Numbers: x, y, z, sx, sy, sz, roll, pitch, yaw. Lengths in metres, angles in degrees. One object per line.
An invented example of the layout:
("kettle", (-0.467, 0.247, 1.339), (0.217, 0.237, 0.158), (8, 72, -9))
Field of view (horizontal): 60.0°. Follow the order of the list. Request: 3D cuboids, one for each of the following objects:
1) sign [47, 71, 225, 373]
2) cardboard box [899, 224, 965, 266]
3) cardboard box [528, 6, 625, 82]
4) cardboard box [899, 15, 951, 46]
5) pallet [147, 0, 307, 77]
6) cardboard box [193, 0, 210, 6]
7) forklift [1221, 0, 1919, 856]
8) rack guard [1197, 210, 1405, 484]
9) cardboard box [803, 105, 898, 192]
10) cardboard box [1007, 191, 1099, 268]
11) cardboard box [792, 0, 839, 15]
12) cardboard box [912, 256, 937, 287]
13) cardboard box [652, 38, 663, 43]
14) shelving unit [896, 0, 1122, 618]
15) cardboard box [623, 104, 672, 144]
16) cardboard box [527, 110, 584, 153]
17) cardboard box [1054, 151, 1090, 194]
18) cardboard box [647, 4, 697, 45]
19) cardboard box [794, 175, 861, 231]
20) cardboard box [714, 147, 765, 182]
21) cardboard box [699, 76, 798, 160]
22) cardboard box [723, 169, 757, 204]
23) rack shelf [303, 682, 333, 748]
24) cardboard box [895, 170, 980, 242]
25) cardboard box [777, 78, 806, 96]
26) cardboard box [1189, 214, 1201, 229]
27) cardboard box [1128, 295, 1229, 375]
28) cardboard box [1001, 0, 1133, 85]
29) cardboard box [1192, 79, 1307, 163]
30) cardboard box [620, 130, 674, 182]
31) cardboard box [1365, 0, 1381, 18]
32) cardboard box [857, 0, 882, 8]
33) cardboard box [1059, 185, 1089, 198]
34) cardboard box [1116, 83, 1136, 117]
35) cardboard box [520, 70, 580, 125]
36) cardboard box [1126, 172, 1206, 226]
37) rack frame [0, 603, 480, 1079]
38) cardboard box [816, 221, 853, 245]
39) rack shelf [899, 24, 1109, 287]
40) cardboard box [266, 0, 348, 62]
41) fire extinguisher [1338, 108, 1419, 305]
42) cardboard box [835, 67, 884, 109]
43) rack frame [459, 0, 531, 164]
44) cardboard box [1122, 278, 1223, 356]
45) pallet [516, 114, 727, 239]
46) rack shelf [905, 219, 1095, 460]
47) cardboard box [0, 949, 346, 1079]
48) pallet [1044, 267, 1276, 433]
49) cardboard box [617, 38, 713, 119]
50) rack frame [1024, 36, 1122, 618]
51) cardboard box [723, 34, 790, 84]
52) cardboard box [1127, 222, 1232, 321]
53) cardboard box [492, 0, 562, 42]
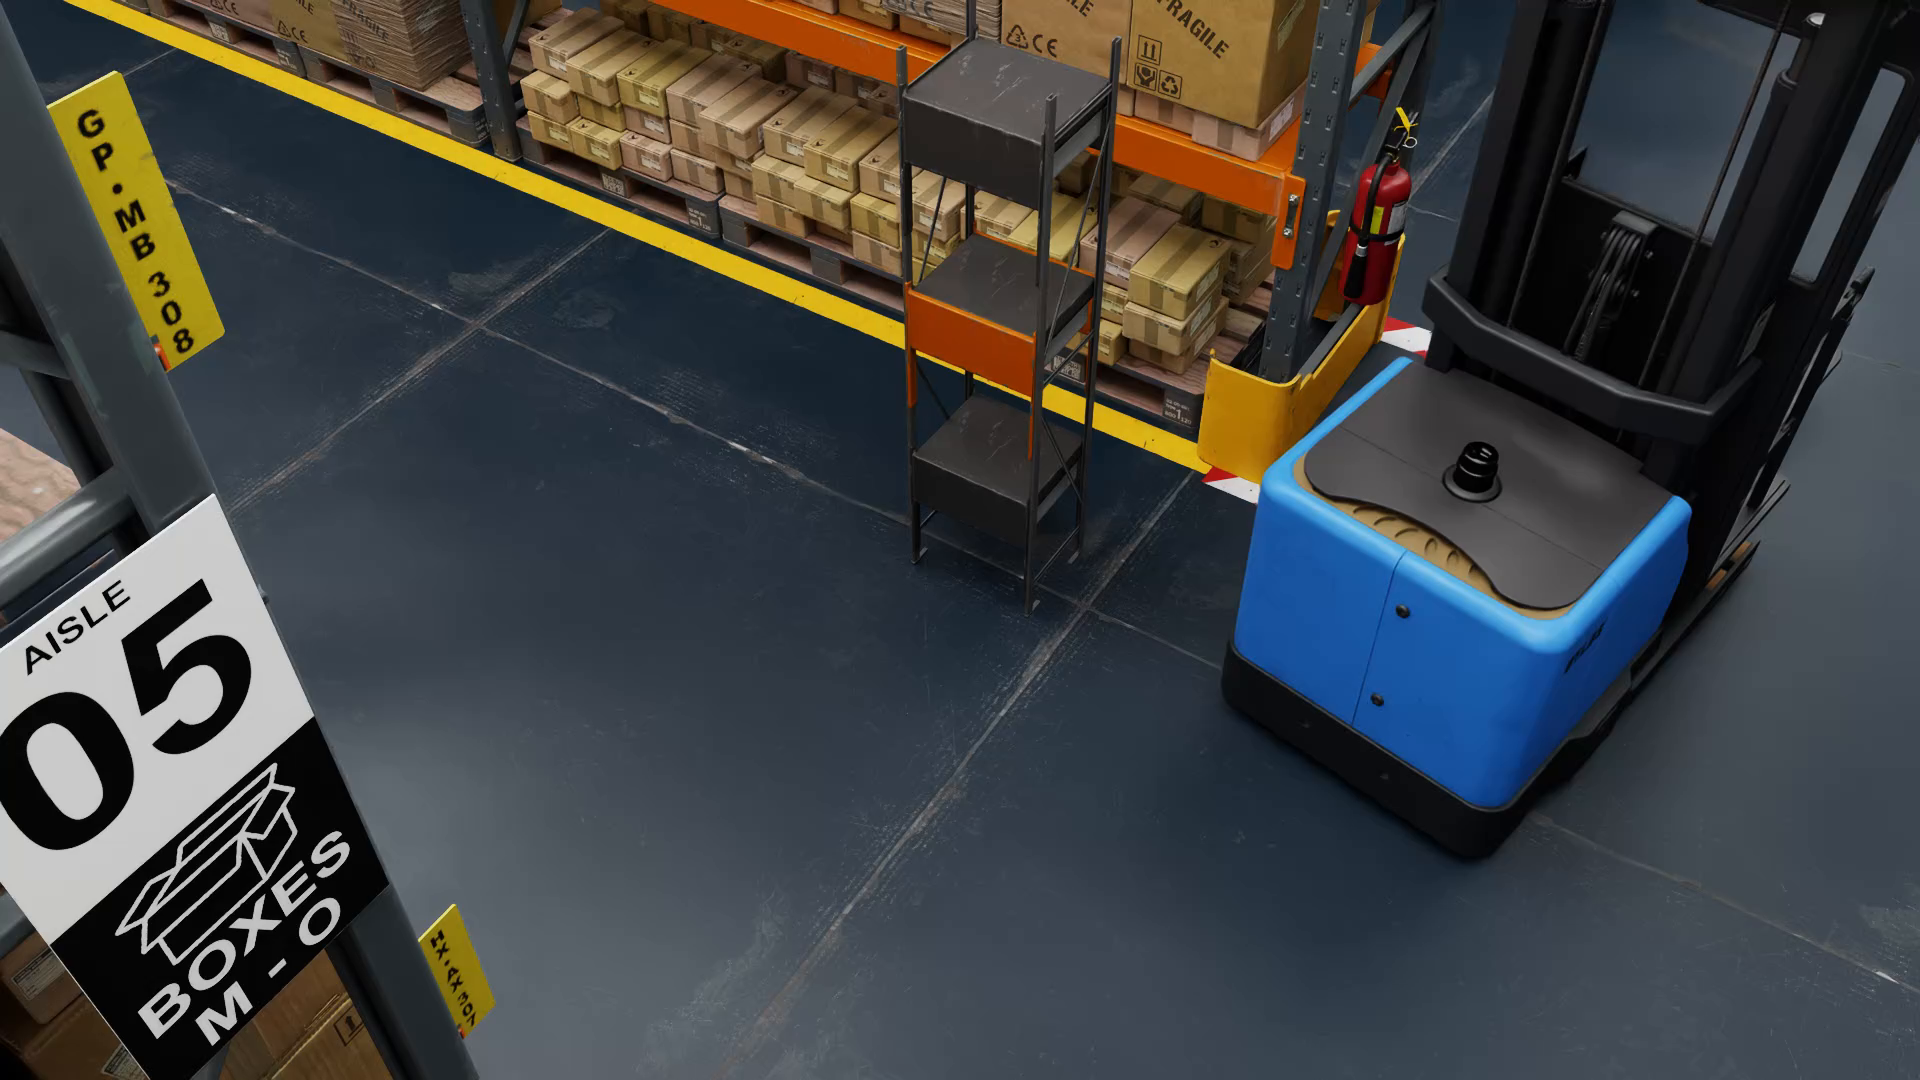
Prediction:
("sign", (-0.847, -0.314, 1.708), (0.005, 0.325, 0.100), (25, 51, 22))
("cardboard box", (-0.044, -1.313, 6.922), (0.250, 0.149, 0.380), (25, 51, 23))
("cardboard box", (-1.753, -2.282, 7.656), (0.250, 0.149, 0.380), (27, 51, 24))
("cardboard box", (-0.028, -2.052, 6.327), (0.250, 0.149, 0.380), (23, 50, 21))
("pallet", (-3.618, -2.981, 8.999), (1.213, 0.211, 1.003), (25, 51, 22))
("cardboard box", (-3.981, -3.188, 8.706), (0.500, 0.500, 0.500), (23, 50, 21))
("forklift", (2.264, -1.001, 5.179), (1.130, 2.935, 3.031), (34, 55, 28))
("rack guard", (1.372, -0.790, 6.669), (0.348, 0.500, 1.175), (25, 51, 22))
("cardboard box", (-0.451, -1.662, 7.053), (0.250, 0.149, 0.380), (25, 51, 22))
("cardboard box", (0.386, -1.199, 6.604), (0.250, 0.149, 0.380), (24, 50, 21))
("cardboard box", (-0.484, -2.229, 6.500), (0.250, 0.149, 0.380), (27, 51, 23))
("cardboard box", (-0.030, -1.204, 7.023), (0.250, 0.149, 0.380), (23, 50, 20))
("cardboard box", (-1.260, -2.409, 7.987), (0.250, 0.149, 0.380), (22, 50, 20))
("shelving unit", (0.139, -0.668, 5.435), (0.503, 2.100, 0.431), (25, 51, 22))
("cardboard box", (-1.313, -1.987, 7.577), (0.250, 0.149, 0.380), (24, 51, 22))
("cardboard box", (-1.798, -1.998, 7.795), (0.250, 0.149, 0.380), (23, 50, 20))
("cardboard box", (0.485, -1.655, 7.047), (0.250, 0.149, 0.380), (22, 50, 20))
("cardboard box", (-1.255, -2.485, 7.853), (0.250, 0.149, 0.380), (25, 51, 23))
("cardboard box", (-0.496, -1.513, 7.117), (0.250, 0.149, 0.380), (25, 51, 22))
("cardboard box", (-0.868, -1.760, 7.356), (0.250, 0.149, 0.380), (27, 52, 24))
("cardboard box", (-0.912, -1.836, 7.223), (0.250, 0.149, 0.380), (26, 51, 23))
("cardboard box", (-0.851, -1.679, 7.485), (0.250, 0.149, 0.380), (23, 50, 21))
("rack shelf", (-2.835, -0.173, 2.737), (4.000, 0.370, 1.077), (25, 51, 22))
("cardboard box", (-0.054, -1.408, 6.807), (0.250, 0.149, 0.380), (27, 51, 23))
("cardboard box", (-0.642, -2.073, 7.661), (0.250, 0.149, 0.380), (26, 51, 23))
("cardboard box", (0.933, -1.386, 6.993), (0.250, 0.149, 0.380), (24, 51, 22))
("cardboard box", (0.880, -0.862, 6.691), (0.250, 0.149, 0.380), (26, 51, 23))
("cardboard box", (0.488, -1.991, 5.816), (0.500, 0.500, 0.500), (24, 50, 22))
("cardboard box", (1.009, -1.500, 5.791), (0.250, 0.149, 0.380), (25, 51, 22))
("cardboard box", (-1.337, -1.830, 7.632), (0.250, 0.149, 0.380), (24, 51, 22))
("cardboard box", (1.207, -2.111, 5.932), (0.500, 0.500, 0.500), (27, 52, 24))
("cardboard box", (-0.358, -2.381, 6.195), (0.500, 0.500, 0.500), (27, 52, 24))
("cardboard box", (0.522, -1.592, 7.193), (0.250, 0.149, 0.380), (26, 51, 23))
("cardboard box", (0.600, -1.707, 5.992), (0.250, 0.149, 0.380), (24, 51, 22))
("cardboard box", (-1.799, -2.103, 7.690), (0.250, 0.149, 0.380), (27, 52, 24))
("cardboard box", (0.881, -1.434, 6.832), (0.250, 0.149, 0.380), (26, 51, 23))
("rack frame", (-1.152, 1.396, 2.802), (0.127, 3.000, 1.000), (25, 51, 22))
("cardboard box", (-0.422, -1.465, 7.277), (0.250, 0.149, 0.380), (26, 51, 23))
("rack shelf", (0.139, -1.146, 4.942), (0.480, 0.518, 0.431), (25, 51, 22))
("cardboard box", (-3.122, -2.789, 8.319), (0.500, 0.500, 0.500), (24, 50, 21))
("fire extinguisher", (1.399, -1.099, 5.540), (0.183, 0.674, 0.296), (25, 51, 22))
("cardboard box", (-0.354, -2.099, 7.479), (0.250, 0.149, 0.380), (23, 50, 21))
("rack frame", (-1.931, -3.180, 7.249), (0.127, 3.000, 1.000), (25, 51, 22))
("cardboard box", (0.837, -0.920, 6.540), (0.250, 0.149, 0.380), (23, 50, 21))
("pallet", (-1.347, -1.970, 8.017), (1.213, 0.211, 1.003), (25, 51, 22))
("rack shelf", (0.139, -0.658, 5.444), (0.480, 0.518, 0.431), (25, 51, 22))
("cardboard box", (-1.402, 0.655, 2.755), (0.500, 0.500, 0.500), (24, 50, 21))
("pallet", (0.707, -1.025, 7.099), (1.213, 0.211, 1.003), (25, 51, 22))
("cardboard box", (-1.314, -2.071, 7.451), (0.250, 0.149, 0.380), (24, 50, 22))
("rack frame", (0.345, -0.573, 5.343), (0.015, 2.100, 0.400), (25, 51, 22))
("cardboard box", (-0.865, -2.245, 7.620), (0.250, 0.149, 0.380), (26, 51, 23))
("cardboard box", (0.853, -1.044, 6.453), (0.250, 0.149, 0.380), (25, 51, 23))
("cardboard box", (-2.410, -2.902, 8.428), (0.500, 0.500, 0.500), (27, 51, 24))
